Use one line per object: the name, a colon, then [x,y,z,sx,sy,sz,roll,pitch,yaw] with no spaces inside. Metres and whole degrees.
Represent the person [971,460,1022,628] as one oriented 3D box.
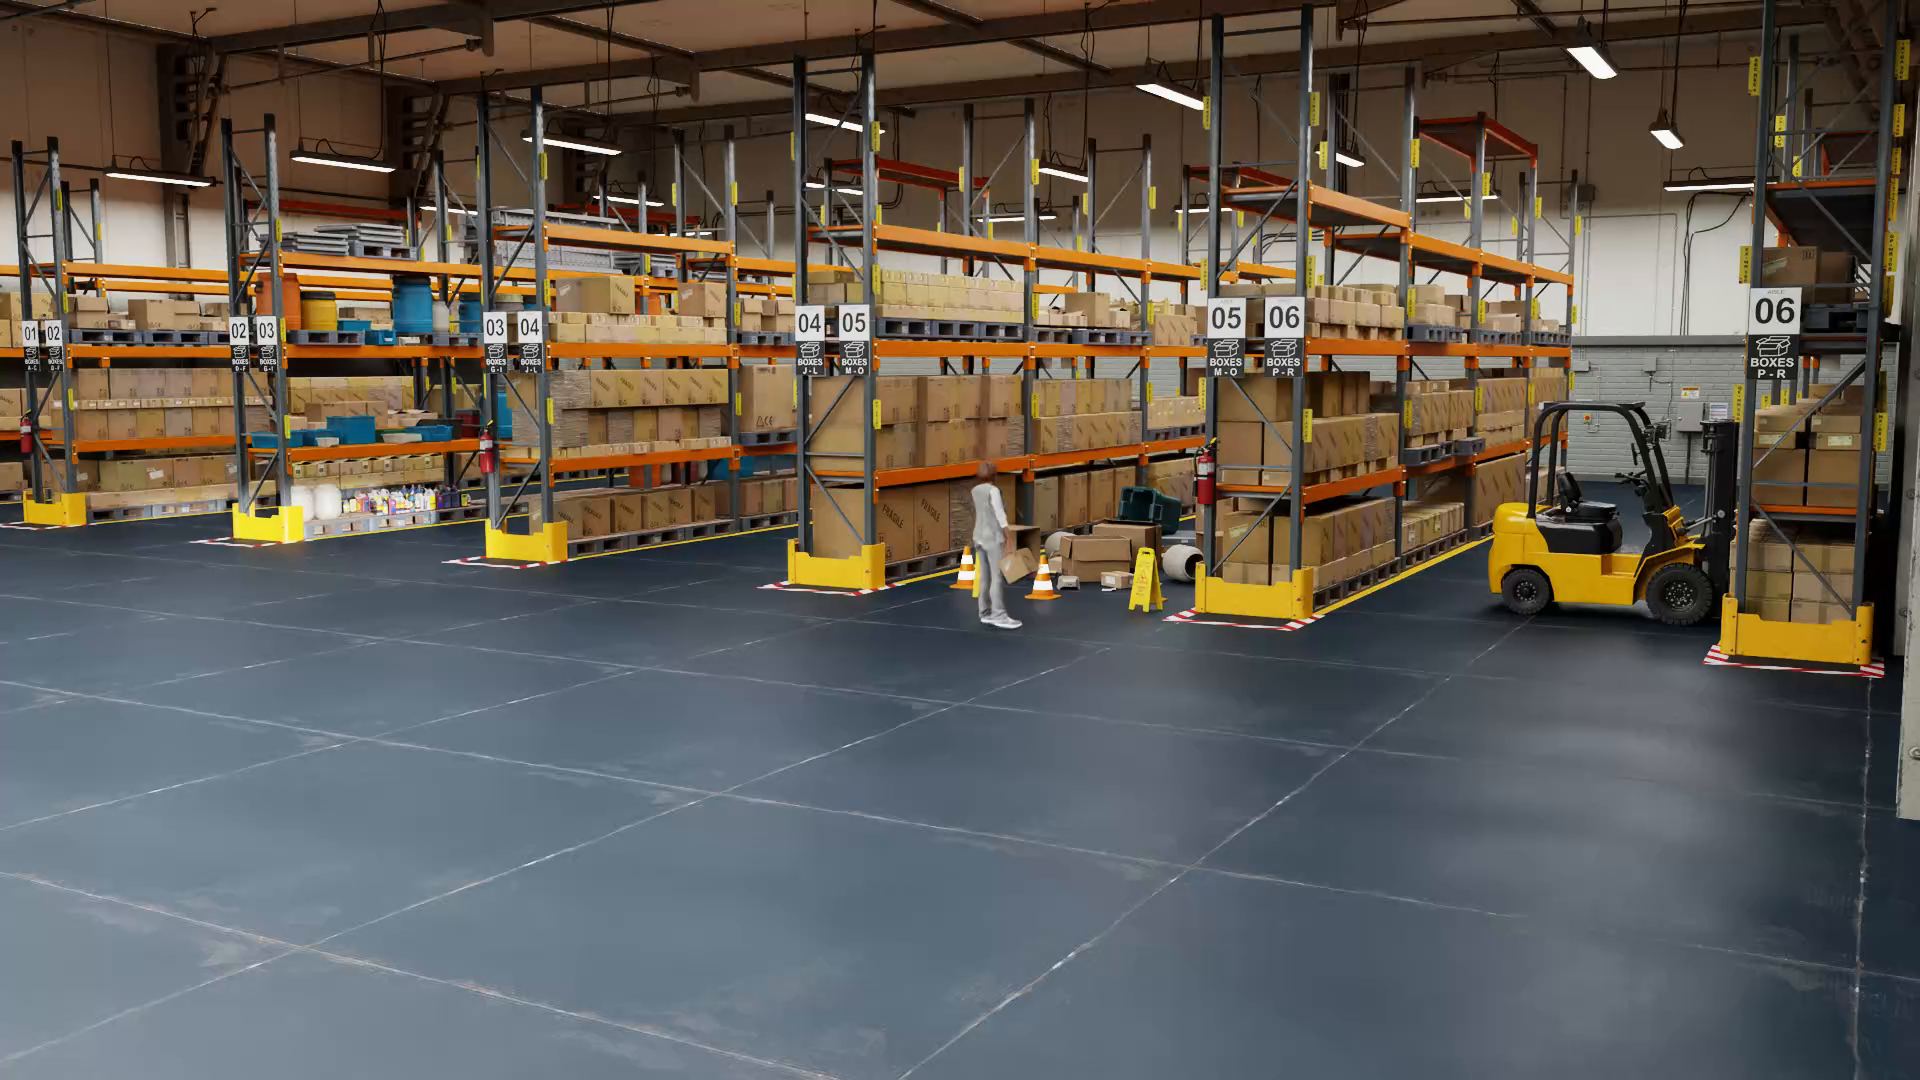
person: [0.349,0.044,16.107,0.403,1.583,0.478,-4,7,-33]
